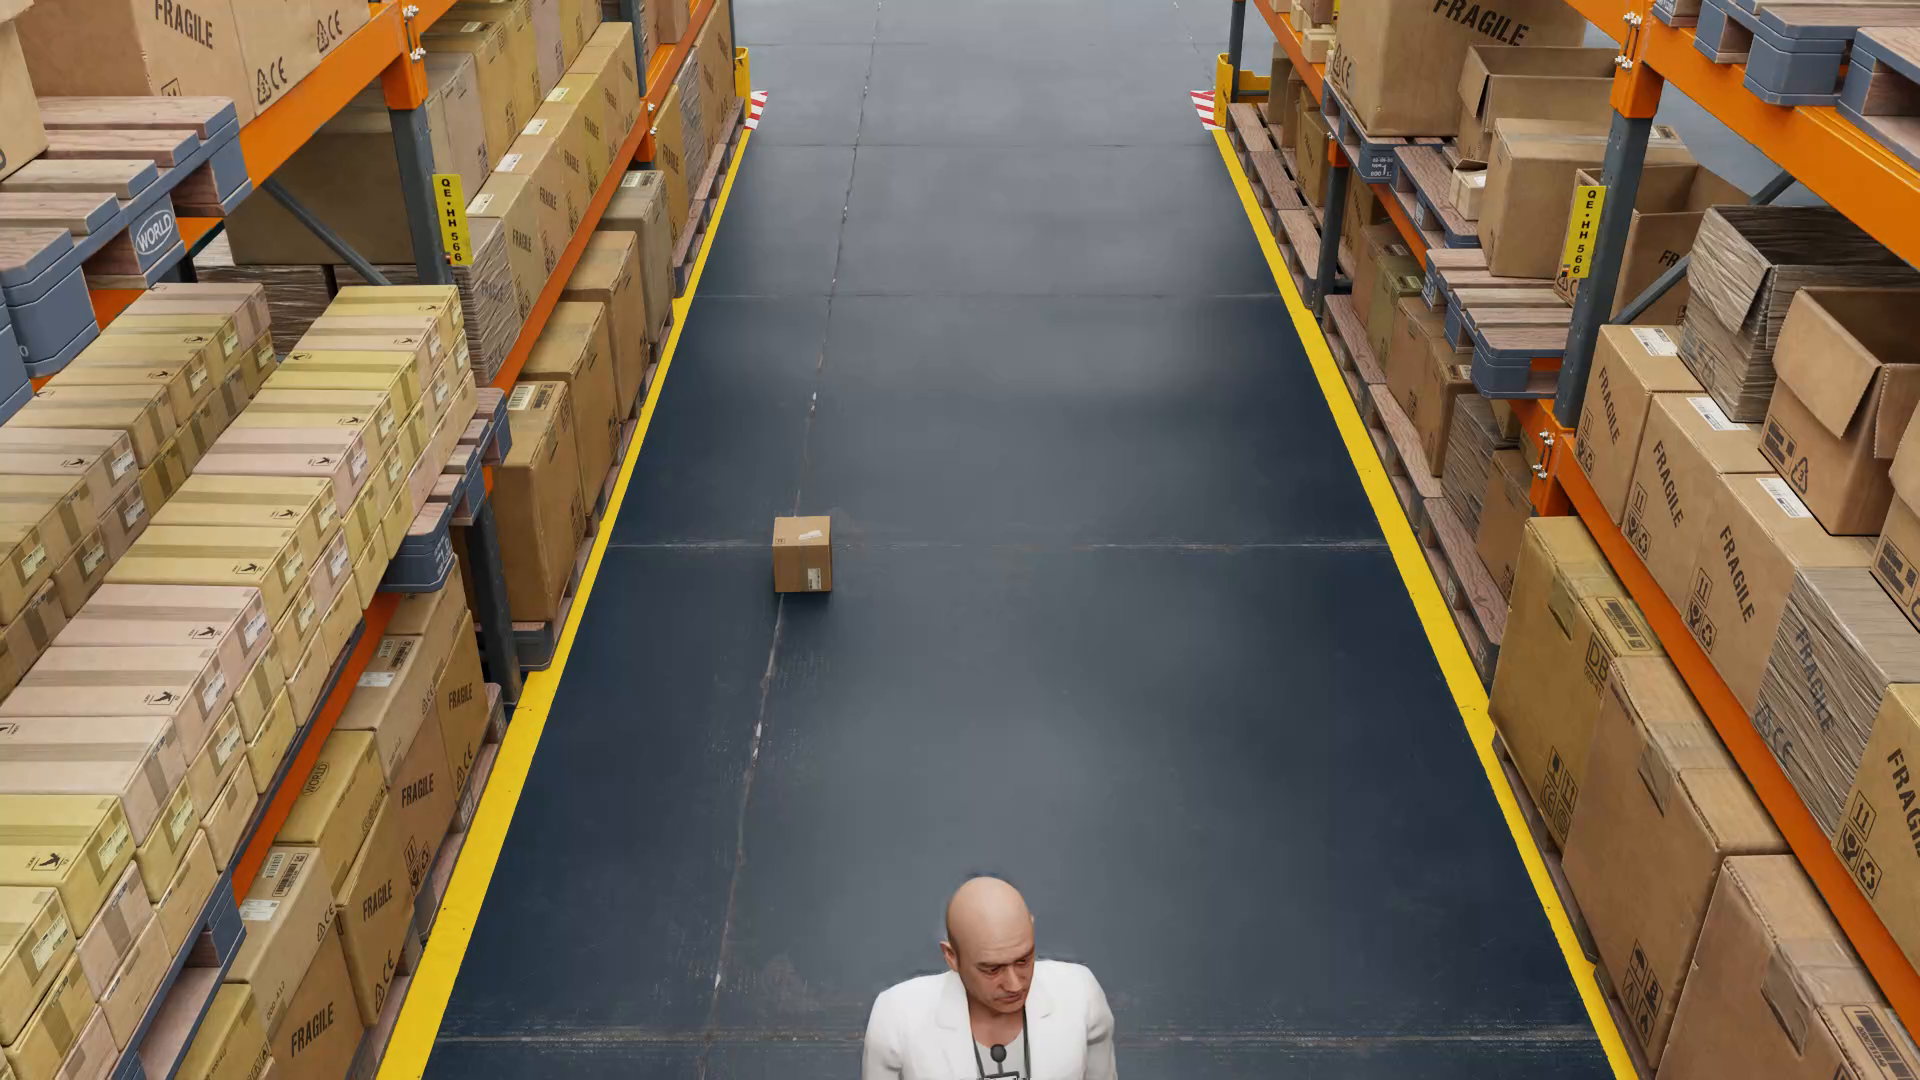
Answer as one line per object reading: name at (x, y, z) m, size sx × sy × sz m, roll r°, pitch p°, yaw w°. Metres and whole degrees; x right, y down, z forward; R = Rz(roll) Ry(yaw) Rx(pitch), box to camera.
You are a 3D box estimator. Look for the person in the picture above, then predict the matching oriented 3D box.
person at (0.068, 1.468, 3.669) m, size 0.598 × 1.764 × 0.577 m, roll -5°, pitch 32°, yaw -8°
